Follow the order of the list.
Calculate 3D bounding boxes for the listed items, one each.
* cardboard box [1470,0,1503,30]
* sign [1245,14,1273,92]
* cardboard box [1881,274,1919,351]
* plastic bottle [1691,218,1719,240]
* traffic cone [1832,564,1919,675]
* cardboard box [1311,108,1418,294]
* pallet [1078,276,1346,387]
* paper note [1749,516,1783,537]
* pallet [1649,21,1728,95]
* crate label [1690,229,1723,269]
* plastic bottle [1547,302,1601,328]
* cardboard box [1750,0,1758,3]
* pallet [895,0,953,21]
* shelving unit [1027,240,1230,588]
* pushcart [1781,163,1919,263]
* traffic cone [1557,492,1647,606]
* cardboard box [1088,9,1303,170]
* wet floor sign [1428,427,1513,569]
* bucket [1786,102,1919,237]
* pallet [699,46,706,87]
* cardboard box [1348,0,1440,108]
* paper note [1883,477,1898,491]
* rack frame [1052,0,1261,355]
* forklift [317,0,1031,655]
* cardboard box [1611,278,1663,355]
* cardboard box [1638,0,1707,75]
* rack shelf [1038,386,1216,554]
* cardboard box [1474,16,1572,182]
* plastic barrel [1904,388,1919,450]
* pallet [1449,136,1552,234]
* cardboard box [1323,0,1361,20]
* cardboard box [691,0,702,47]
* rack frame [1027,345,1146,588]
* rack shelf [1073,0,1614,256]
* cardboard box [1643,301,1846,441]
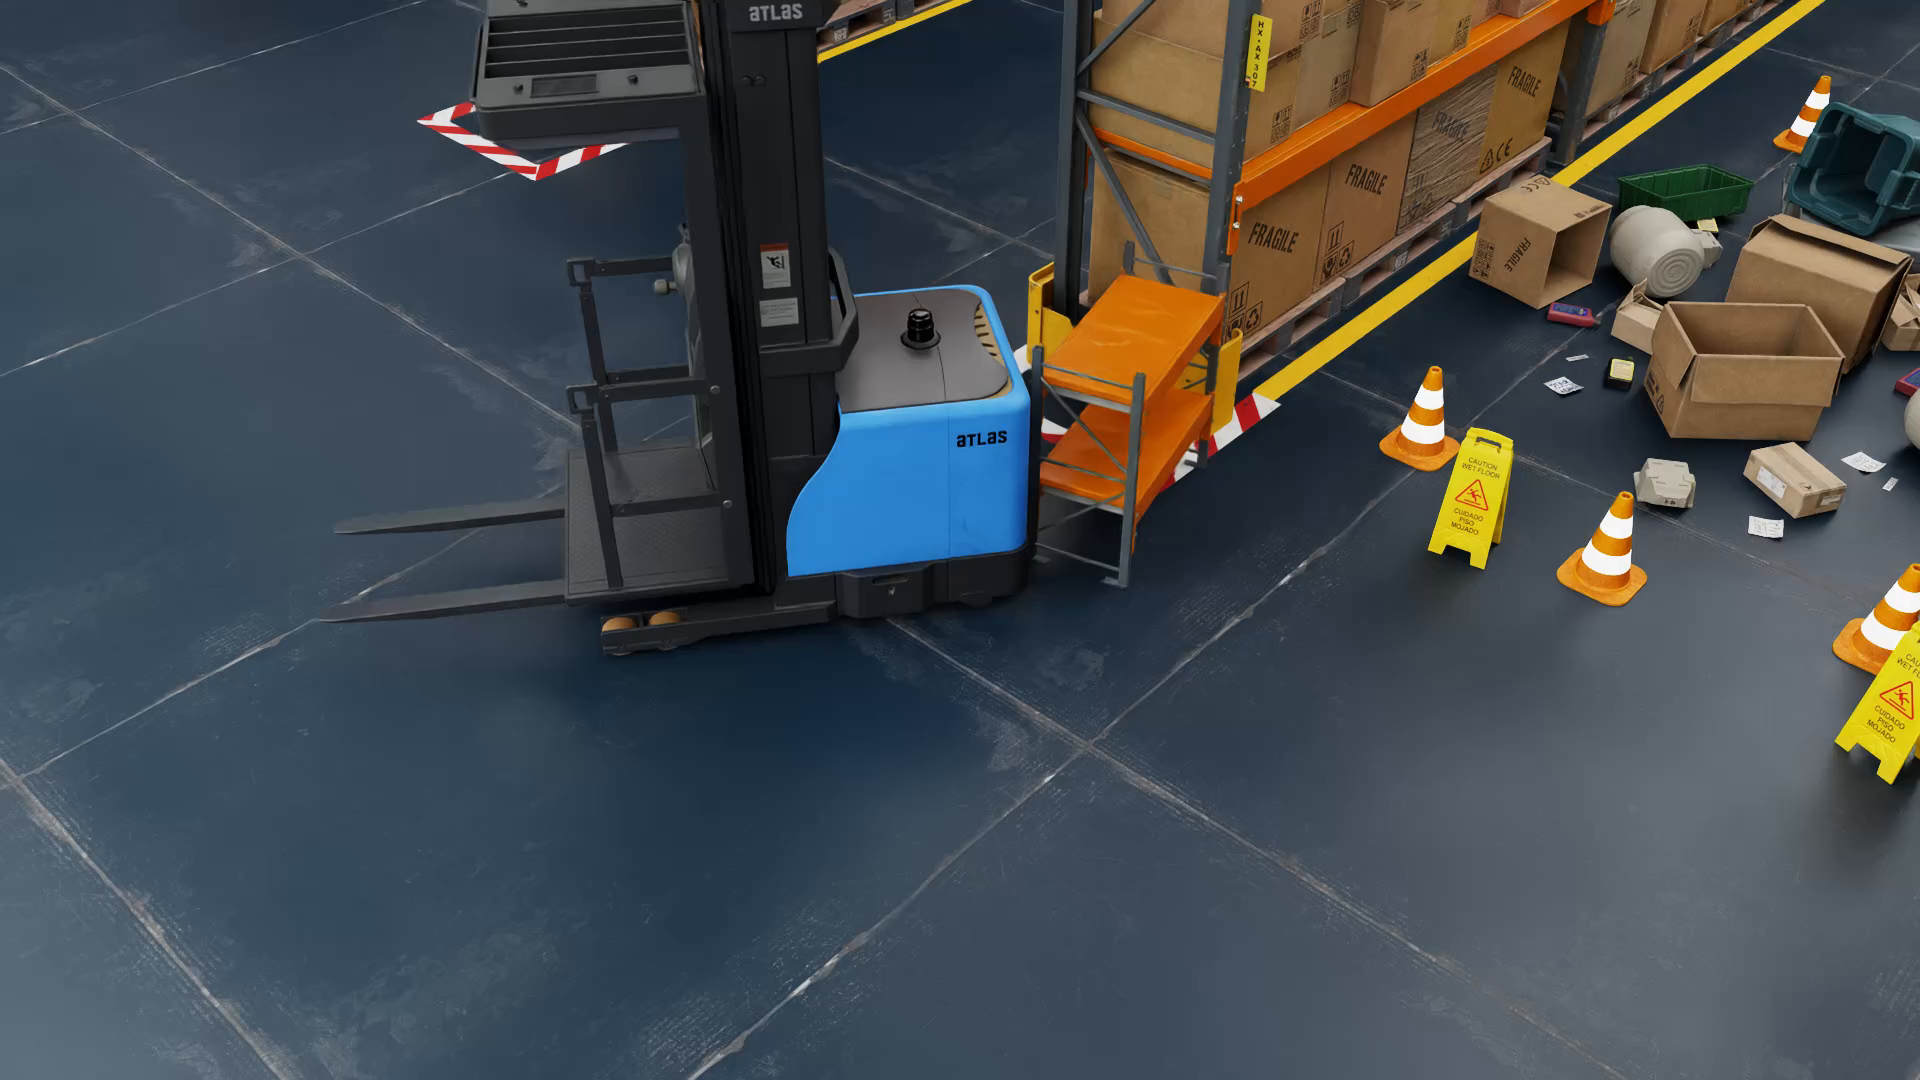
[{"bbox_3d":[2.549,-3.249,9.305,0.875,0.550,0.550,30,47,32],"label":"cardboard box"},{"bbox_3d":[1.301,-2.122,7.249,0.100,0.325,0.005,30,47,32],"label":"sign"},{"bbox_3d":[5.182,-1.250,9.109,0.258,0.266,0.396,2,39,2],"label":"cardboard box"},{"bbox_3d":[4.522,-1.915,10.109,0.133,0.061,0.283,8,39,10],"label":"plastic bottle"},{"bbox_3d":[3.956,0.298,7.004,0.336,0.463,0.334,30,47,32],"label":"traffic cone"},{"bbox_3d":[1.897,-2.065,9.307,0.875,0.875,0.875,29,47,31],"label":"cardboard box"},{"bbox_3d":[1.377,-1.297,9.211,1.003,0.211,1.213,30,47,32],"label":"pallet"},{"bbox_3d":[3.786,-0.064,7.806,0.148,0.019,0.142,14,41,17],"label":"paper note"},{"bbox_3d":[4.882,-3.683,12.213,1.003,0.211,1.213,30,47,32],"label":"pallet"},{"bbox_3d":[4.326,-1.725,9.809,0.298,0.136,0.250,2,39,2],"label":"crate label"},{"bbox_3d":[3.430,-1.251,9.274,0.283,0.061,0.133,14,41,17],"label":"plastic bottle"},{"bbox_3d":[5.816,-4.705,12.727,1.050,0.750,0.750,29,47,31],"label":"cardboard box"},{"bbox_3d":[-0.426,-4.540,13.290,1.003,0.211,1.213,30,47,32],"label":"pallet"},{"bbox_3d":[0.760,-0.584,7.580,0.538,1.125,1.048,17,42,21],"label":"shelving unit"},{"bbox_3d":[5.600,-1.702,9.587,1.648,0.377,0.936,14,41,17],"label":"pushcart"},{"bbox_3d":[2.907,-0.012,7.393,0.336,0.463,0.334,30,47,32],"label":"traffic cone"},{"bbox_3d":[1.113,-2.236,8.031,0.875,0.550,0.550,30,47,32],"label":"cardboard box"},{"bbox_3d":[2.338,-0.222,7.510,0.267,0.644,0.232,22,43,25],"label":"wet floor sign"},{"bbox_3d":[5.204,-2.109,9.401,0.620,0.611,0.726,-10,38,-28],"label":"bucket"},{"bbox_3d":[-2.072,-3.419,11.880,1.003,0.211,1.213,30,47,32],"label":"pallet"},{"bbox_3d":[1.938,-2.702,8.618,0.875,0.550,0.550,30,47,32],"label":"cardboard box"},{"bbox_3d":[4.525,-0.272,8.084,0.032,0.001,0.123,30,47,32],"label":"paper note"},{"bbox_3d":[0.896,-1.988,7.840,1.000,3.000,0.127,30,47,32],"label":"rack frame"},{"bbox_3d":[-1.264,-1.010,6.665,3.031,2.935,1.130,-7,39,-8],"label":"forklift"},{"bbox_3d":[3.794,-1.192,9.036,0.258,0.266,0.396,-26,45,-29],"label":"cardboard box"},{"bbox_3d":[4.600,-3.874,11.682,1.050,0.750,0.750,30,47,32],"label":"cardboard box"},{"bbox_3d":[0.760,-0.393,7.733,0.538,0.278,1.000,17,42,21],"label":"rack shelf"},{"bbox_3d":[3.118,-2.899,10.355,0.875,0.875,0.875,30,48,32],"label":"cardboard box"},{"bbox_3d":[4.894,-0.532,8.079,0.421,0.421,0.512,-5,39,-6],"label":"plastic barrel"},{"bbox_3d":[3.024,-2.418,10.621,1.003,0.211,1.213,30,47,32],"label":"pallet"},{"bbox_3d":[1.478,-2.915,8.017,0.875,0.550,0.550,30,47,32],"label":"cardboard box"},{"bbox_3d":[-1.886,-3.872,11.880,0.500,0.500,0.500,-22,43,-25],"label":"cardboard box"},{"bbox_3d":[0.532,-0.301,7.225,0.500,1.125,0.032,17,42,21],"label":"rack frame"},{"bbox_3d":[2.245,-2.625,9.219,1.077,0.370,4.000,30,47,32],"label":"rack shelf"},{"bbox_3d":[3.934,-0.849,8.413,0.797,0.503,0.637,2,39,2],"label":"cardboard box"}]
